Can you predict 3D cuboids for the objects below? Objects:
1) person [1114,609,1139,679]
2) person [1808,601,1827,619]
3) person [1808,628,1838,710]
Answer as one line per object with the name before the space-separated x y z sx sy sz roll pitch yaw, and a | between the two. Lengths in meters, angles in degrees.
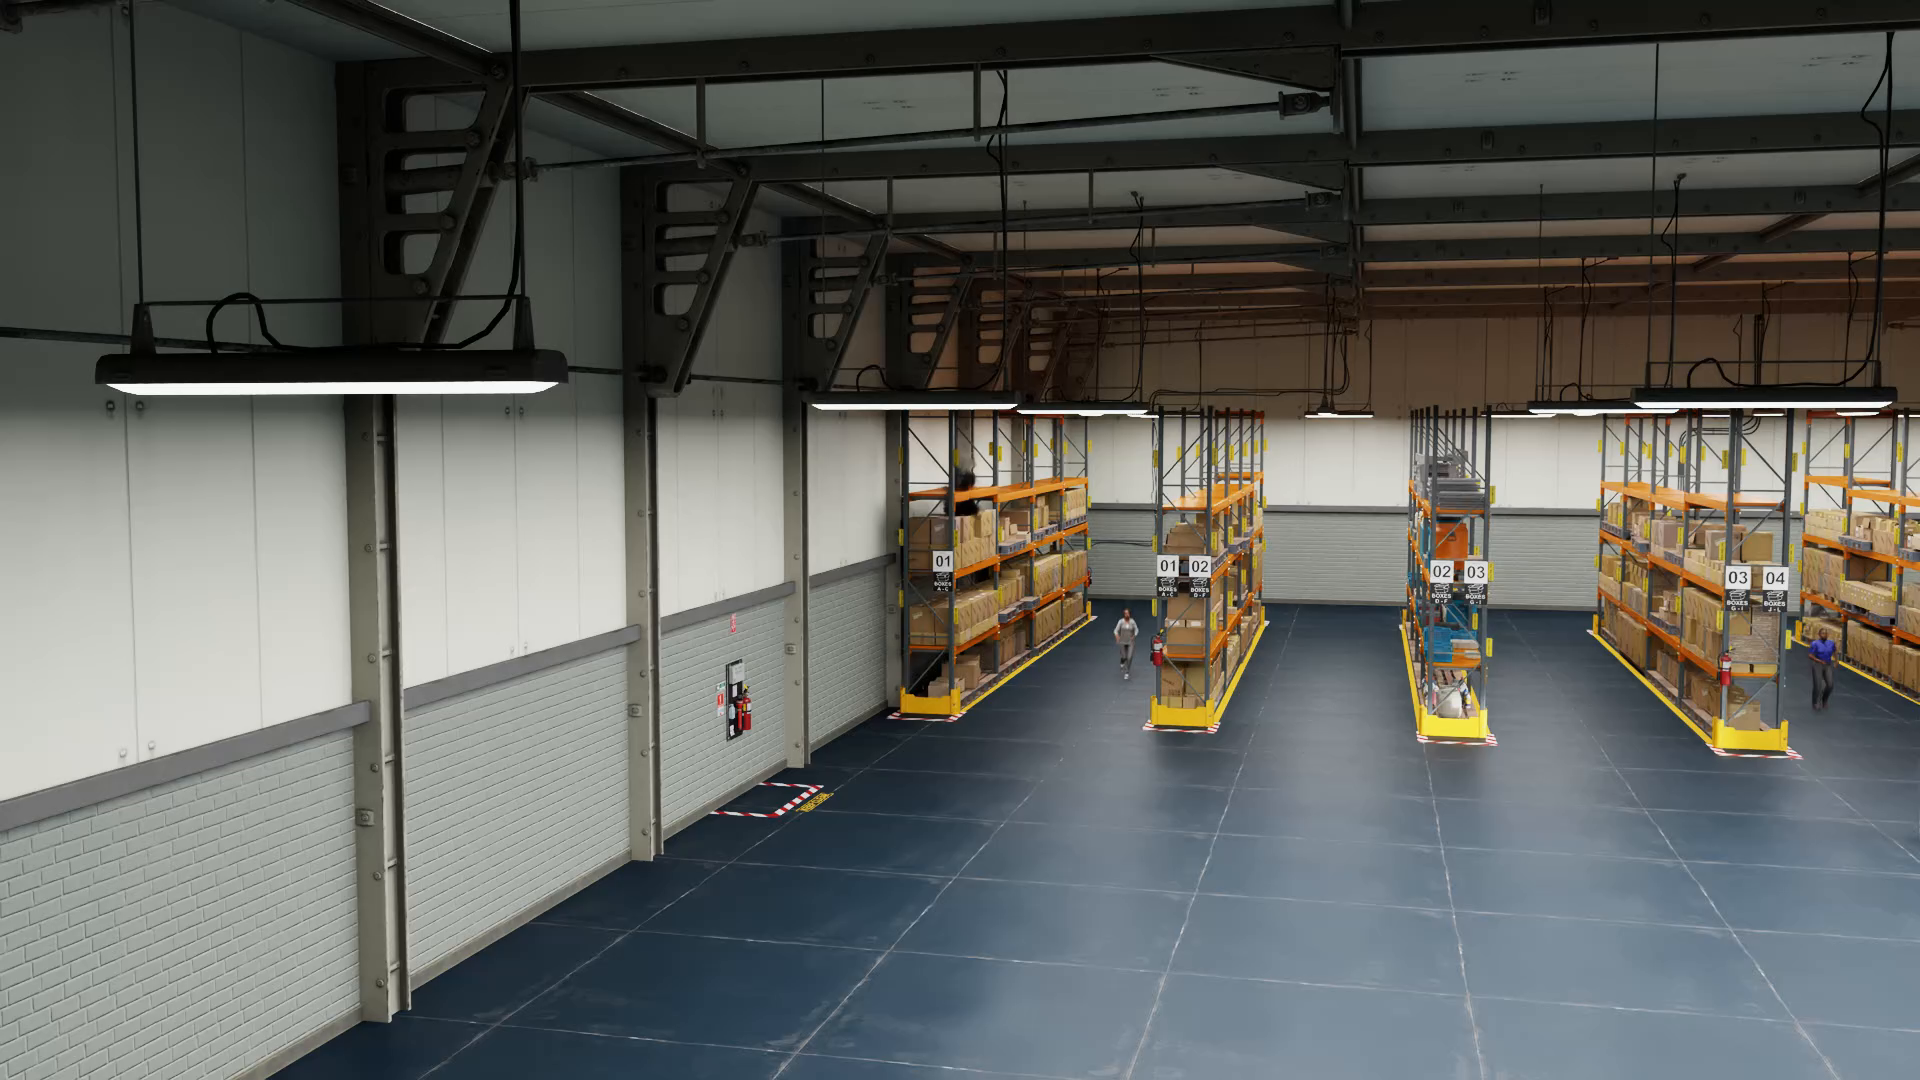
person | 3.700 2.311 36.935 0.536 1.542 0.545 0 4 1
person | 22.990 1.716 44.453 0.713 1.654 0.667 3 5 36
person | 17.063 2.556 32.827 0.599 1.644 0.646 1 4 9
